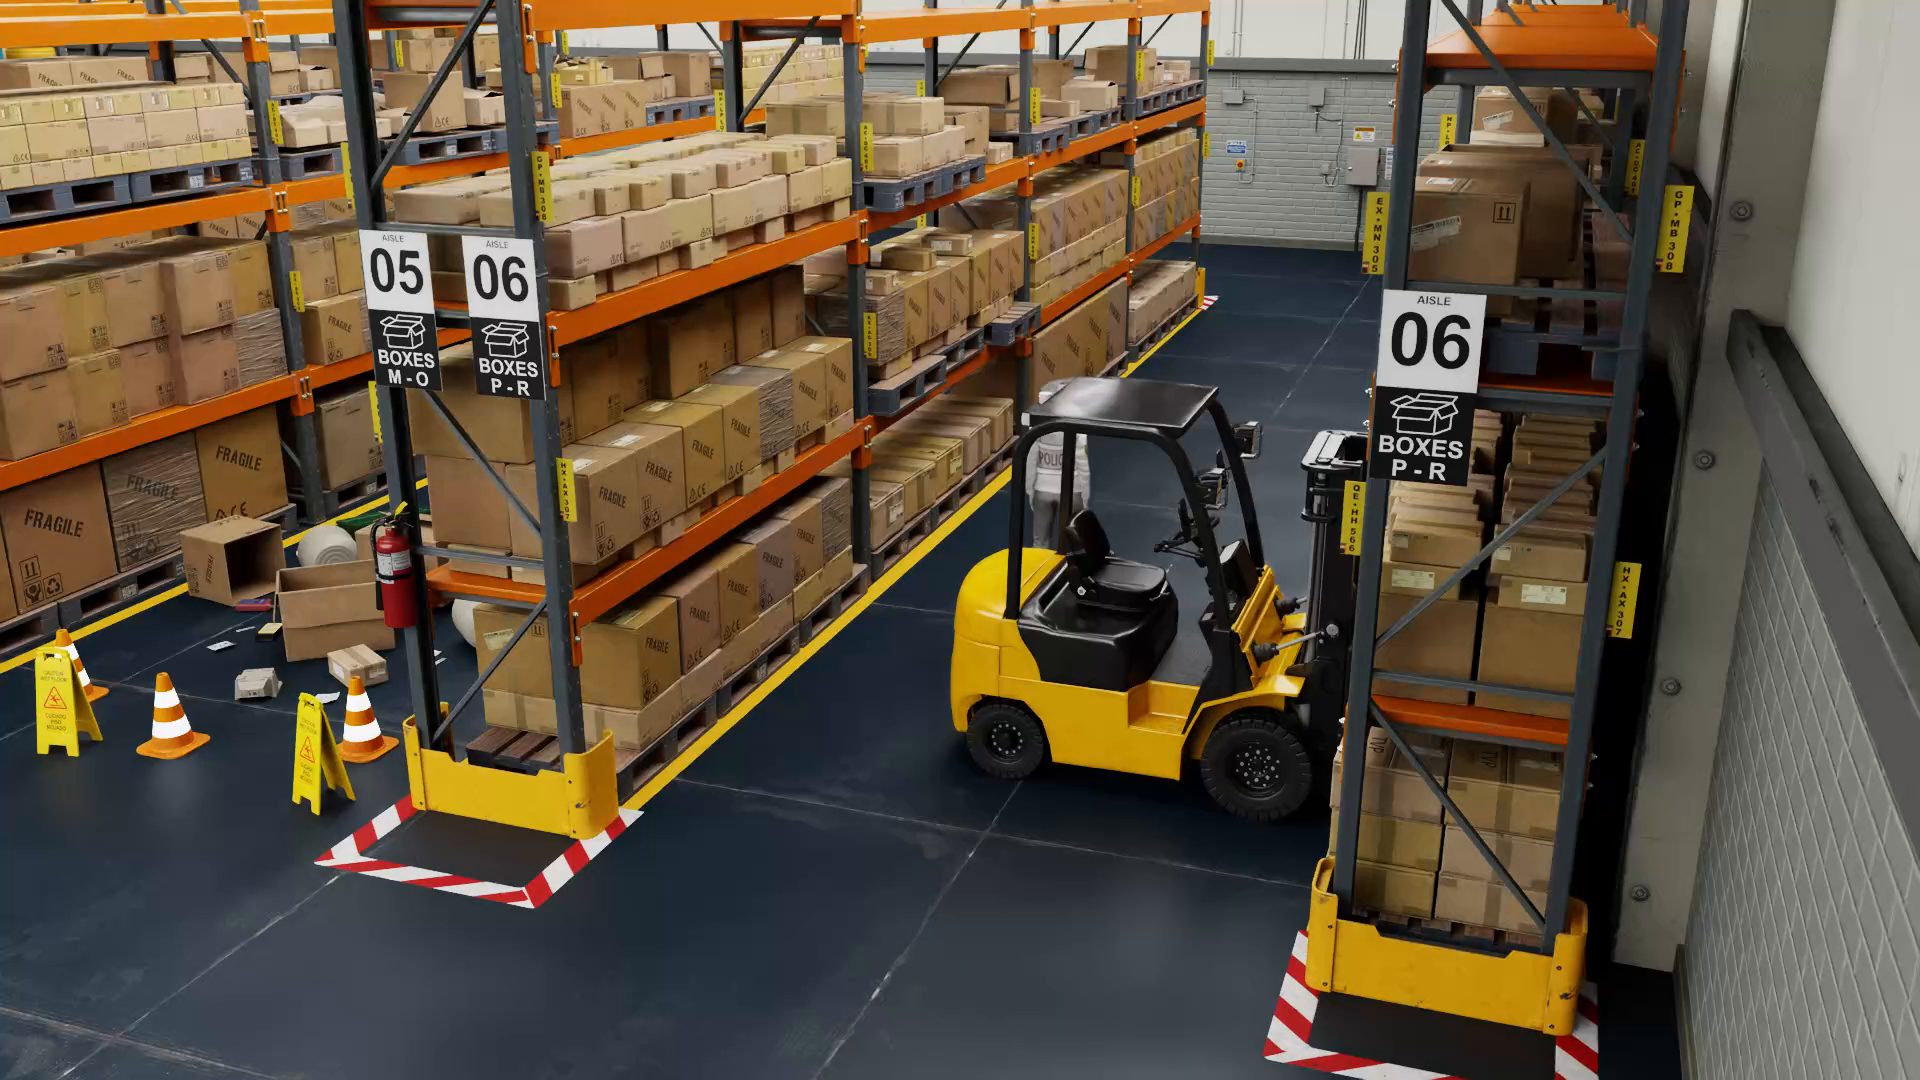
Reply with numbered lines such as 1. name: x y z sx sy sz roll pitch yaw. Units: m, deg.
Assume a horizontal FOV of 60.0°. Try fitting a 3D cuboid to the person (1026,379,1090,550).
1. person: 0.713 -0.293 11.978 0.454 1.740 0.390 7 20 19
